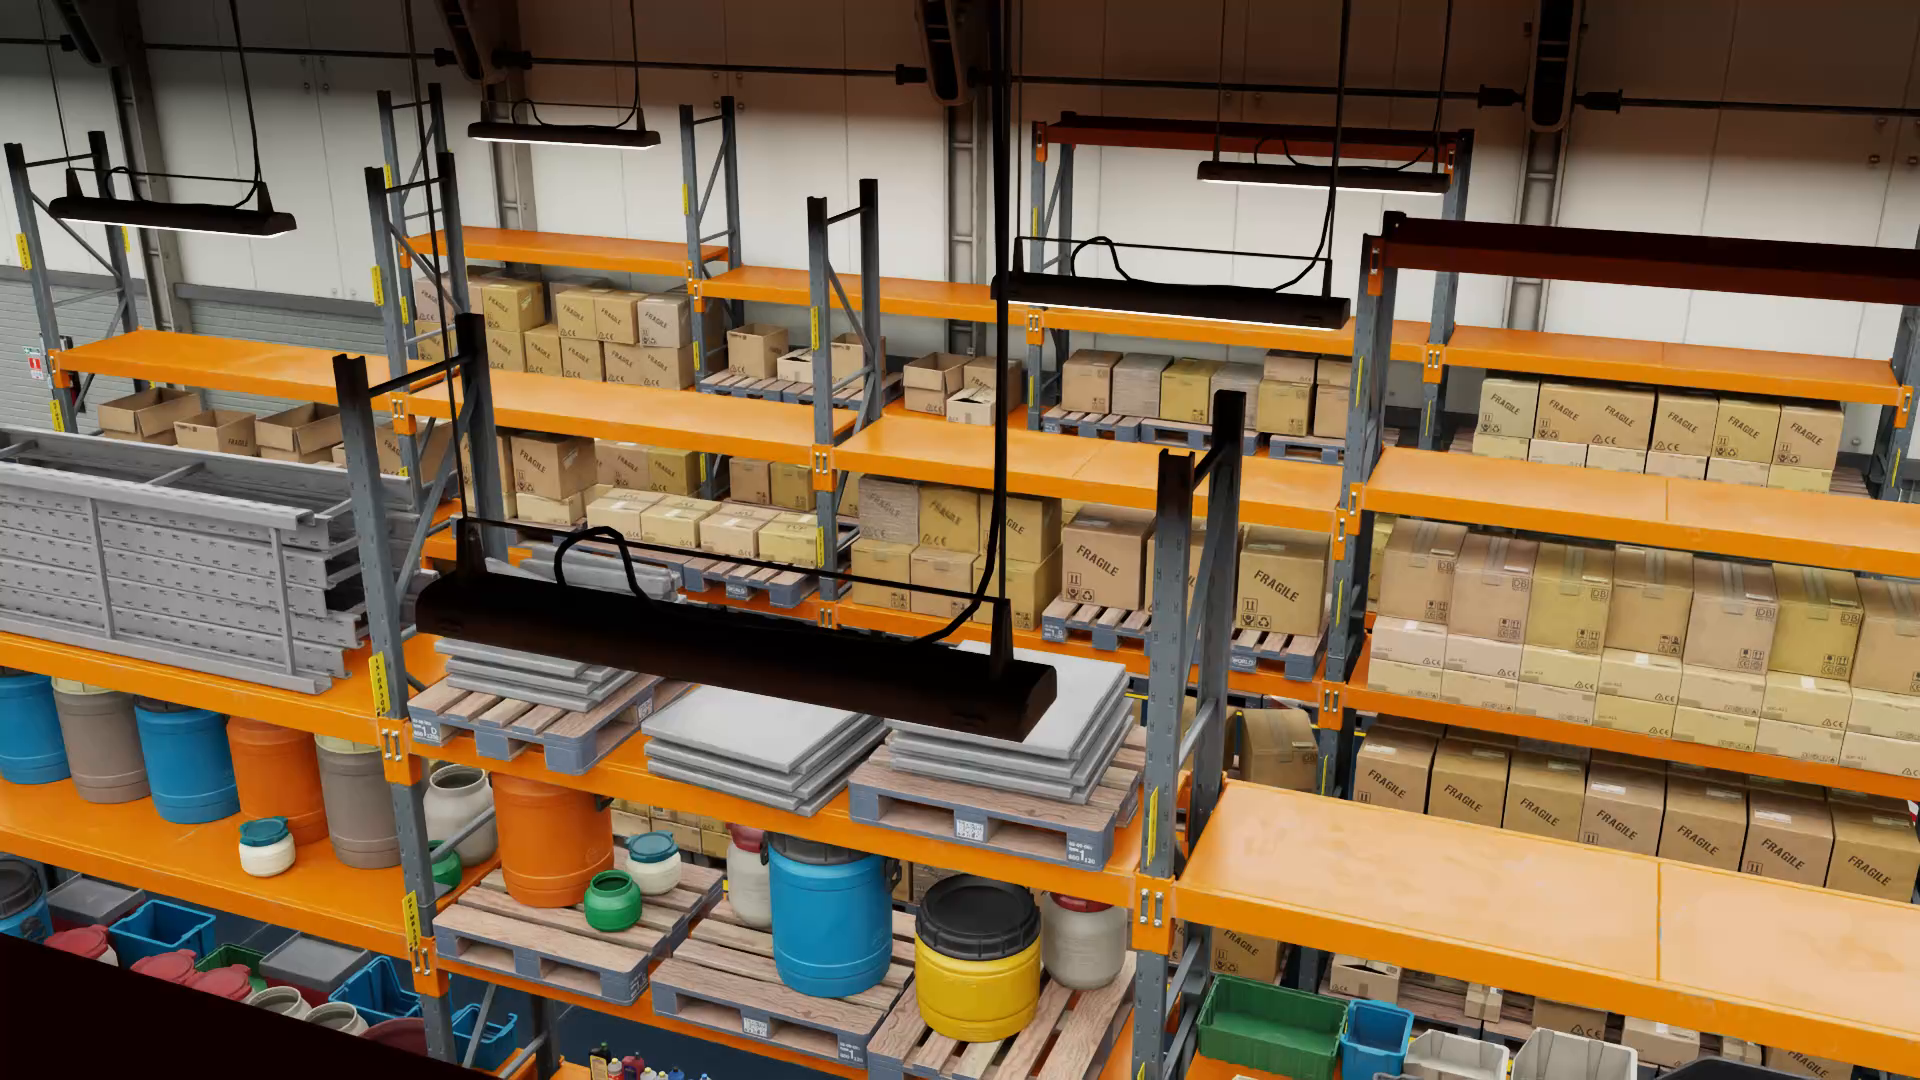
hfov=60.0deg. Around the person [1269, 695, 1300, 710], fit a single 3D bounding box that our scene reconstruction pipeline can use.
[{"bbox_3d":[2.927,2.062,14.609,0.734,1.688,0.654,12,24,29],"label":"person"}]
